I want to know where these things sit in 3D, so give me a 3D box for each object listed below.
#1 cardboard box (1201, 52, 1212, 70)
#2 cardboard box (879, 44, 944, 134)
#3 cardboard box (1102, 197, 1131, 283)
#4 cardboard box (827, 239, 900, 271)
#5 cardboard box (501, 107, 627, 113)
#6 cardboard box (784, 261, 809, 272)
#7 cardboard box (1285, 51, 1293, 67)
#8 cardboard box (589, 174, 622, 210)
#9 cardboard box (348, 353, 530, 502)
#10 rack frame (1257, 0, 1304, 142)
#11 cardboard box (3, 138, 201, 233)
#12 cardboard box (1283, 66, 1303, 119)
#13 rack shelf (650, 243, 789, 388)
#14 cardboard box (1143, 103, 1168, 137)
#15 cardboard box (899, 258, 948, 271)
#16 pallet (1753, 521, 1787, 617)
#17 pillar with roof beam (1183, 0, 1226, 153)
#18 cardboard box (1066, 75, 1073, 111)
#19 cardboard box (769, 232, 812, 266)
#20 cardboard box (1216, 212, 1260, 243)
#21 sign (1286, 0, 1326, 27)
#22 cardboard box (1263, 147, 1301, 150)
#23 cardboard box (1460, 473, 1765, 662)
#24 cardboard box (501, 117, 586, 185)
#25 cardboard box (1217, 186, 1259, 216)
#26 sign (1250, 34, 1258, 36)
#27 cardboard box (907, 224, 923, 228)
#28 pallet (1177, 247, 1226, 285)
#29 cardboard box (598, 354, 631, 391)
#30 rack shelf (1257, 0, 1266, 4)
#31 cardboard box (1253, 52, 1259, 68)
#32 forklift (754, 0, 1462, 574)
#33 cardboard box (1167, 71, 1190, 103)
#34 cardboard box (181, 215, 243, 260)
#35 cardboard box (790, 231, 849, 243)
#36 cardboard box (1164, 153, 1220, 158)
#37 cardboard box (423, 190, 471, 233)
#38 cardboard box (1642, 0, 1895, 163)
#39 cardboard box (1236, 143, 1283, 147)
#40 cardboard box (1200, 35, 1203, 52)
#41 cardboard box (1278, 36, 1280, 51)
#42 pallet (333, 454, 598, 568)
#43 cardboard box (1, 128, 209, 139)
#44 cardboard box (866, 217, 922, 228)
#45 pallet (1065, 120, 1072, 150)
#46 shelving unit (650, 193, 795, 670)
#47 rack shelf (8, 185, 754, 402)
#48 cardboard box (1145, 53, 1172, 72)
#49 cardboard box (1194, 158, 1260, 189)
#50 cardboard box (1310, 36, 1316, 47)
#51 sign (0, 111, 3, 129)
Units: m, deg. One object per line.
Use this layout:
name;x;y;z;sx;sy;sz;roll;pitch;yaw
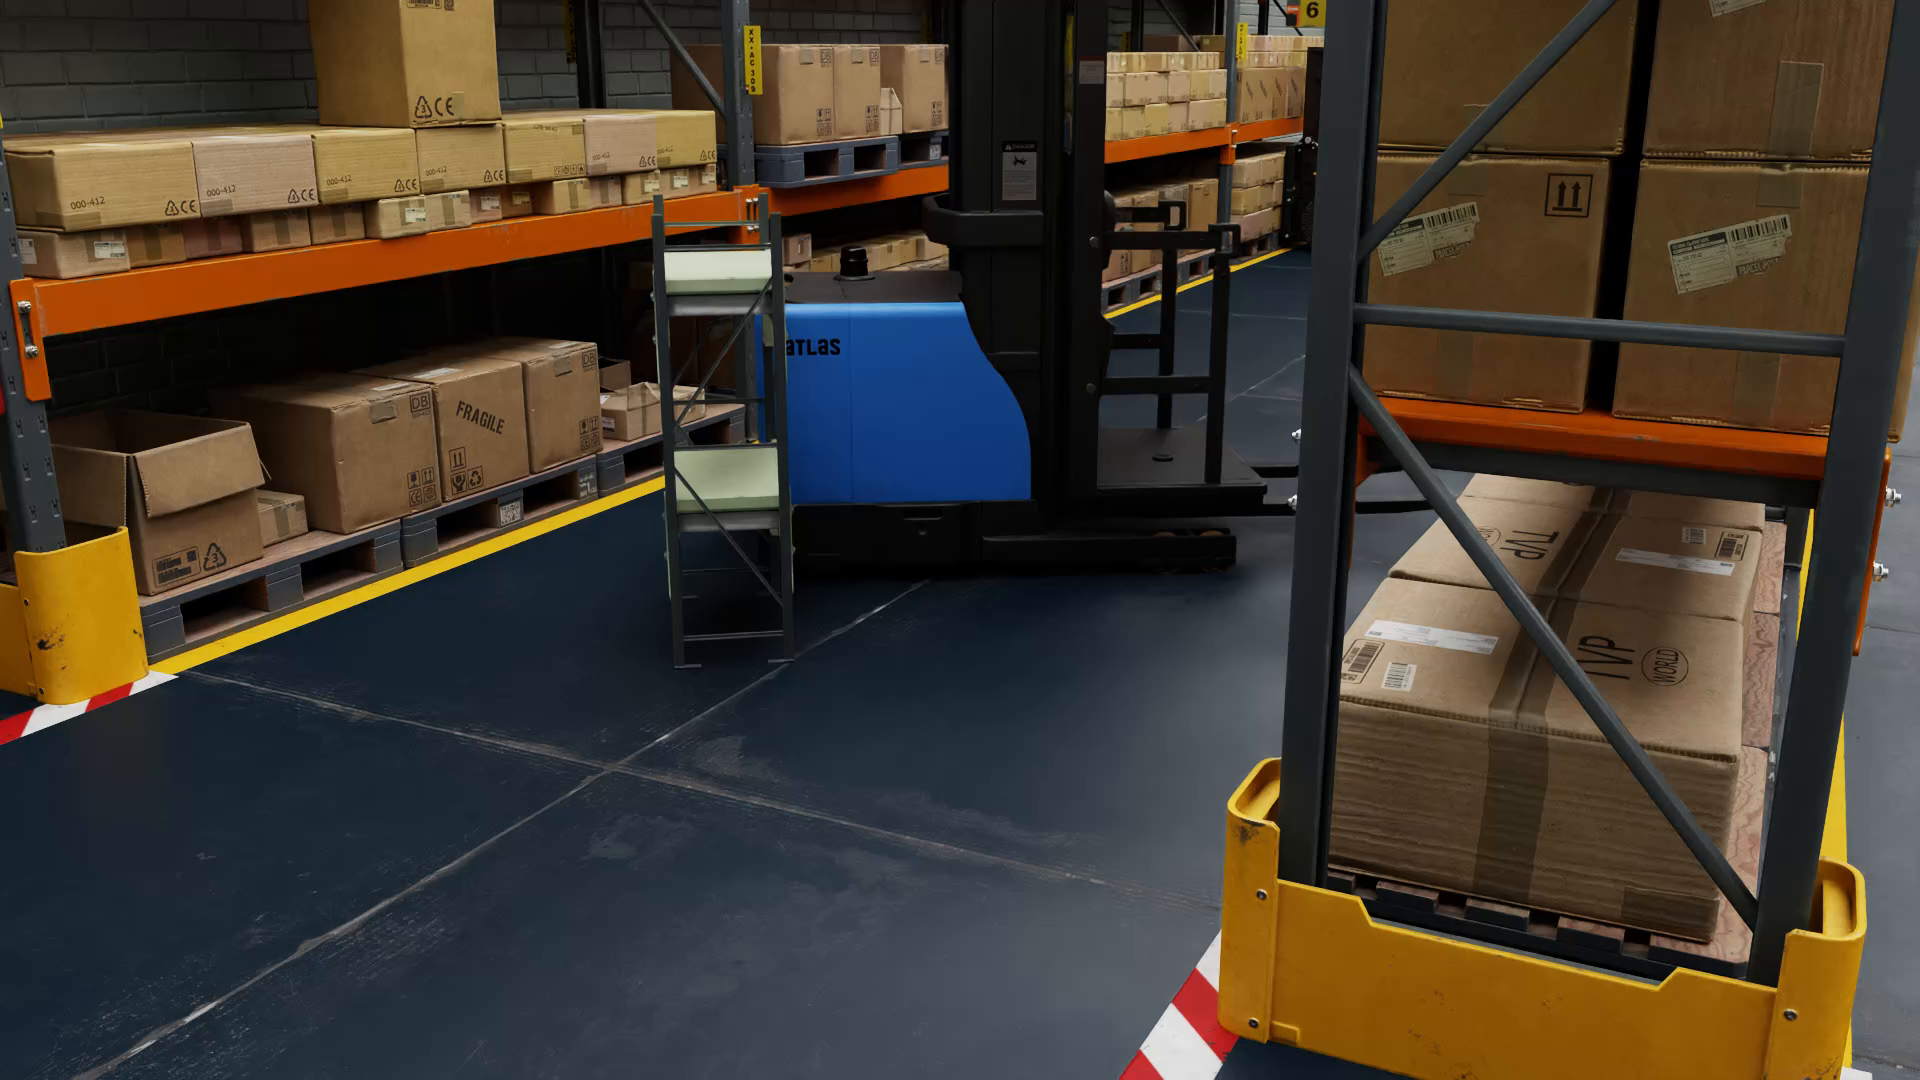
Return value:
cardboard box;2.006;-4.239;14.713;0.380;0.149;0.250;8;18;25
cardboard box;-0.517;-2.702;9.939;0.700;0.500;0.500;8;18;25
cardboard box;0.847;-2.432;13.378;0.875;0.625;0.625;9;19;27
cardboard box;-0.590;-1.738;10.121;0.380;0.149;0.250;9;19;27
cardboard box;-1.979;-2.005;8.246;0.500;0.250;0.500;8;18;25
cardboard box;-1.063;-1.478;9.245;0.380;0.149;0.250;8;18;24
cardboard box;3.145;-4.861;16.809;0.380;0.149;0.250;8;18;24
cardboard box;-1.765;-1.590;7.551;0.380;0.149;0.250;9;19;27
cardboard box;-2.203;-0.488;7.053;0.500;0.500;0.500;8;19;26
rack frame;3.846;-5.082;18.868;1.000;3.000;0.127;8;18;25
cardboard box;-2.859;-1.159;5.399;0.500;0.250;0.500;8;18;26
cardboard box;3.178;-4.581;17.002;0.500;0.500;0.500;8;18;26
rack shelf;-0.820;-0.775;5.627;0.431;0.370;0.720;-3;17;-9
cardboard box;1.375;-3.446;13.622;0.500;0.250;0.500;9;19;27
cardboard box;-0.405;-1.518;10.520;0.500;0.500;0.500;7;18;23
pallet;2.517;0.125;6.232;1.003;0.211;1.213;8;18;25
pillar with roof beam;6.580;-7.348;15.958;9.100;9.000;0.400;8;18;25
cardboard box;0.711;-3.291;12.222;0.500;0.250;0.500;8;18;25
cardboard box;-1.044;-1.612;9.175;0.380;0.149;0.250;7;18;23
cardboard box;2.571;-3.028;16.042;0.500;0.250;0.500;8;18;26
sign;0.660;-1.118;3.069;0.100;0.325;0.005;8;18;25
cardboard box;3.480;-4.027;17.651;0.500;0.250;0.500;8;18;26
cardboard box;2.150;0.006;5.498;0.875;0.438;0.875;8;18;24
cardboard box;-1.970;-1.681;7.156;0.500;0.250;0.500;8;18;25
cardboard box;2.551;-3.270;15.980;0.500;0.250;0.500;8;18;25
sign;3.352;-5.607;18.976;0.100;0.325;0.005;8;18;25
cardboard box;-0.133;-2.004;11.017;0.380;0.149;0.250;9;19;27
pallet;1.765;-2.534;15.186;1.003;0.211;1.213;8;18;25
cardboard box;-2.022;-0.800;8.434;0.500;0.311;0.500;9;19;27
rack shelf;2.953;-5.666;16.828;1.077;0.370;4.000;8;18;25
cardboard box;2.642;-4.606;15.949;0.380;0.149;0.250;8;18;25
forklift;0.689;-1.419;6.655;3.031;2.935;1.130;-1;17;-4
cardboard box;1.611;-3.812;13.977;0.500;0.250;0.500;8;19;26
cardboard box;-2.752;-1.077;5.824;0.380;0.149;0.250;8;18;25
cardboard box;-0.929;-1.866;10.552;0.380;0.149;0.250;7;18;23
cardboard box;2.319;-3.707;16.572;0.500;0.250;0.500;8;18;25
cardboard box;-2.191;-1.327;6.664;0.380;0.149;0.250;9;19;27
cardboard box;1.608;-0.990;3.156;0.500;0.500;0.500;8;18;24
cardboard box;3.242;-4.219;18.296;0.500;0.250;0.500;8;18;25
cardboard box;2.487;-4.689;15.705;0.380;0.149;0.250;8;19;26
cardboard box;2.971;-4.947;16.573;0.380;0.149;0.250;8;18;25
pallet;-2.368;-0.202;7.335;1.003;0.211;1.213;8;18;25
cardboard box;-3.104;-1.360;6.075;0.500;0.250;0.500;8;18;26
cardboard box;-0.423;-2.128;11.433;0.380;0.149;0.250;8;18;26
pallet;0.031;-2.771;11.423;1.213;0.211;1.003;8;18;25
shelving unit;-0.820;-0.400;5.738;0.431;1.500;0.755;-3;17;-9
rack shelf;-2.409;-1.171;6.964;1.077;0.370;4.000;8;18;25
cardboard box;1.511;-3.900;13.573;0.380;0.149;0.250;8;18;24
cardboard box;2.556;-3.509;15.907;0.500;0.250;0.500;8;18;25
cardboard box;3.505;-5.194;17.408;0.380;0.149;0.250;9;19;27
sign;-2.818;-1.353;4.791;0.100;0.325;0.005;8;18;25
